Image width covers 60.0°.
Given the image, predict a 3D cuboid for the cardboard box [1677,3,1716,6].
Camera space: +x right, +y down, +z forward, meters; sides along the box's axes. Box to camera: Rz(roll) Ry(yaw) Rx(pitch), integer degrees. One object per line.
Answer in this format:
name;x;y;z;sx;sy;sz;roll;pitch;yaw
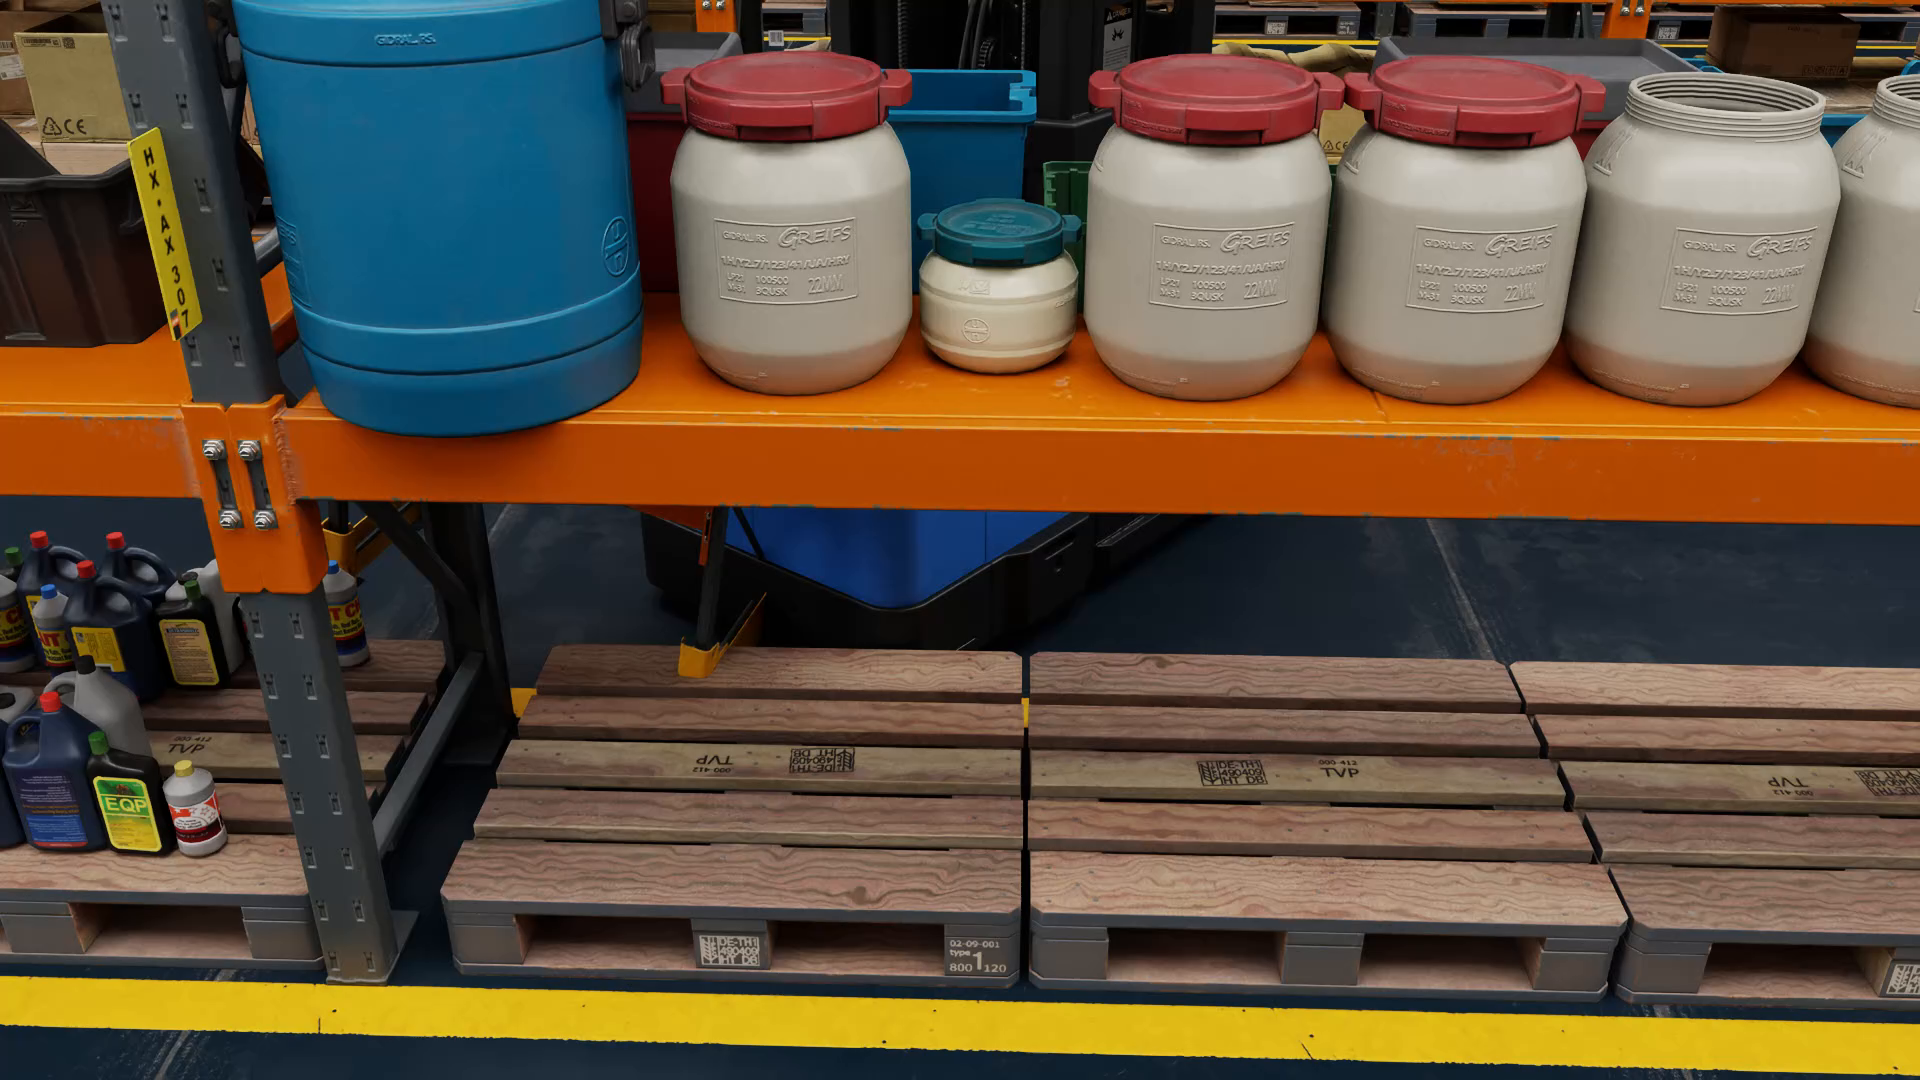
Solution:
cardboard box;5.556;-4.328;12.059;0.750;0.750;0.750;2;28;3

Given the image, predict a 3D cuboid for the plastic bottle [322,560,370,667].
plastic bottle;-1.549;0.177;4.158;0.097;0.271;0.097;0;28;0

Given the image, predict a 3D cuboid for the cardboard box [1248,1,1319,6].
cardboard box;2.380;-4.273;12.306;0.500;0.500;0.700;1;28;3

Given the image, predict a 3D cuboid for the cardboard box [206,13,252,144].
cardboard box;-3.537;-2.188;7.862;0.500;0.500;0.500;1;28;2

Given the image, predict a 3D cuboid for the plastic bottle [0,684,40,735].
plastic bottle;-2.111;0.436;3.663;0.135;0.276;0.152;1;28;2

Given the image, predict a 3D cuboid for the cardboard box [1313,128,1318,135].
cardboard box;1.374;-2.003;7.715;0.500;0.311;0.500;1;28;1

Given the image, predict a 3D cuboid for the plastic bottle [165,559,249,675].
plastic bottle;-1.873;0.182;4.142;0.135;0.276;0.152;2;28;4

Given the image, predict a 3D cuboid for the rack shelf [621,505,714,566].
rack shelf;-1.006;-0.283;4.248;1.000;0.185;0.538;17;33;7

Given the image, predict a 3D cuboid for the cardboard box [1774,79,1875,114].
cardboard box;3.898;-1.819;7.678;0.500;0.500;0.500;0;28;0

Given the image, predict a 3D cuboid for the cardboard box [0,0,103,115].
cardboard box;-4.519;-2.441;8.339;0.500;0.500;0.500;1;28;2

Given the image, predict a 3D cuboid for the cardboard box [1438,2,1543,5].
cardboard box;3.831;-4.357;12.114;0.750;0.750;0.750;1;28;1

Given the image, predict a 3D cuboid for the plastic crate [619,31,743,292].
plastic crate;-0.751;-0.788;3.465;0.583;0.464;0.402;1;28;2

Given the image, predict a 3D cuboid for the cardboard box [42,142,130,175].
cardboard box;-4.037;-1.860;8.043;0.500;0.250;0.500;1;28;2

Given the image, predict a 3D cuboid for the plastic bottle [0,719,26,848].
plastic bottle;-2.092;0.473;3.514;0.185;0.351;0.144;0;28;-1

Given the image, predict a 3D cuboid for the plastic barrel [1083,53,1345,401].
plastic barrel;0.436;-0.554;2.946;0.433;0.535;0.433;0;28;0

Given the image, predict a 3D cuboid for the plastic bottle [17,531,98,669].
plastic bottle;-2.227;0.141;4.139;0.185;0.351;0.144;0;28;0

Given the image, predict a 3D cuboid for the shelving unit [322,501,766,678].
shelving unit;-0.965;-0.428;4.151;1.083;1.500;0.587;17;33;7

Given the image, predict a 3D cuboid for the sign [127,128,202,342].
sign;-1.276;-0.489;2.674;0.005;0.325;0.100;1;28;2

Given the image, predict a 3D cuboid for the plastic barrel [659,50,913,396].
plastic barrel;-0.298;-0.566;2.969;0.433;0.535;0.433;0;28;0

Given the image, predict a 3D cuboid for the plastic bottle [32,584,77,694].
plastic bottle;-2.187;0.234;4.050;0.097;0.271;0.097;0;28;0

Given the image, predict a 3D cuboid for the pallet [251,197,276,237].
pallet;-3.083;-1.762;8.349;1.213;0.211;1.003;1;28;2

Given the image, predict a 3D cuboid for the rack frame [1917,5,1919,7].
rack frame;7.099;-5.129;11.723;0.127;3.000;1.000;1;28;2

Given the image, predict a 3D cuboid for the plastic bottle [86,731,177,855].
plastic bottle;-1.738;0.528;3.482;0.133;0.283;0.061;2;28;4

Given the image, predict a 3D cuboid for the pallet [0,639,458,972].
pallet;-1.916;0.577;3.935;1.213;0.211;1.003;1;28;2

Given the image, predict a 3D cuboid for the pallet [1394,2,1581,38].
pallet;3.886;-3.915;12.410;1.213;0.211;1.003;1;28;2

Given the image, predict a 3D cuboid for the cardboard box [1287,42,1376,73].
cardboard box;1.892;-2.246;8.172;0.500;0.311;0.500;0;28;1

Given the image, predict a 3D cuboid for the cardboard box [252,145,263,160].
cardboard box;-3.038;-1.841;8.007;0.500;0.250;0.500;1;28;2

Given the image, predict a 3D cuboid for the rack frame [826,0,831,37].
rack frame;-0.896;-5.261;11.972;0.127;3.000;1.000;1;28;2

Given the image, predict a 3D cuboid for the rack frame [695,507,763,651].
rack frame;-0.491;-0.283;4.088;0.032;1.500;0.500;17;33;7

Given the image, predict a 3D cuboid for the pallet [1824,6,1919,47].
pallet;6.325;-3.874;12.334;1.213;0.211;1.003;1;28;2

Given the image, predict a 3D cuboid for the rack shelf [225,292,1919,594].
rack shelf;0.753;-0.273;3.331;4.000;0.370;1.077;1;28;2

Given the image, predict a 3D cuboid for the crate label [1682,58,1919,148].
crate label;1.768;-0.717;3.361;0.616;0.435;0.502;1;28;2

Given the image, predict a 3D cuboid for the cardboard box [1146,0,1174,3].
cardboard box;1.371;-4.331;12.416;0.500;0.500;0.700;1;28;2

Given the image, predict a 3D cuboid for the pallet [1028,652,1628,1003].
pallet;0.763;0.622;3.852;1.213;0.211;1.003;1;28;2

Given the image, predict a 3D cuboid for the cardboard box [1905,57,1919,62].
cardboard box;4.915;-2.046;8.107;0.500;0.500;0.500;0;28;0

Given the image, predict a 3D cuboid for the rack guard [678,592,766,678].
rack guard;-0.605;0.231;4.425;0.087;0.250;0.587;17;33;7

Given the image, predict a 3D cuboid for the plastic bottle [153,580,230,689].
plastic bottle;-1.876;0.229;4.047;0.133;0.283;0.061;1;28;2

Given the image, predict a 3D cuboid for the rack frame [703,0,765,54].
rack frame;-1.067;-2.943;7.598;0.127;3.000;1.000;1;28;2

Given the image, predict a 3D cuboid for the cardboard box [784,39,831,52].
cardboard box;-0.653;-2.288;8.253;0.500;0.311;0.500;1;28;2

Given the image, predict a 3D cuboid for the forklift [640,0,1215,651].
forklift;0.395;-1.522;4.992;1.130;2.935;3.031;21;34;34

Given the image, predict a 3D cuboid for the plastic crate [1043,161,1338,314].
plastic crate;0.504;-0.634;3.469;0.662;0.188;0.450;1;28;2

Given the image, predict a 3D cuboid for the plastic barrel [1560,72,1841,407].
plastic barrel;1.295;-0.531;2.930;0.421;0.512;0.421;0;28;0

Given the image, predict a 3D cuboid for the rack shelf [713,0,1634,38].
rack shelf;0.931;-2.592;7.704;4.000;0.370;1.077;1;28;2

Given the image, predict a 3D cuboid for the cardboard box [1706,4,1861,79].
cardboard box;3.929;-2.393;7.960;0.500;0.250;0.500;2;28;4

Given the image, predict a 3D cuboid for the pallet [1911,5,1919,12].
pallet;7.856;-3.848;12.283;1.213;0.211;1.003;1;28;2

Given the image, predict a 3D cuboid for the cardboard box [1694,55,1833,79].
cardboard box;3.873;-2.061;8.134;0.500;0.500;0.500;2;28;4

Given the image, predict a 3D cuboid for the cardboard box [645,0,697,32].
cardboard box;-1.520;-2.399;8.259;0.500;0.500;0.500;1;28;2
